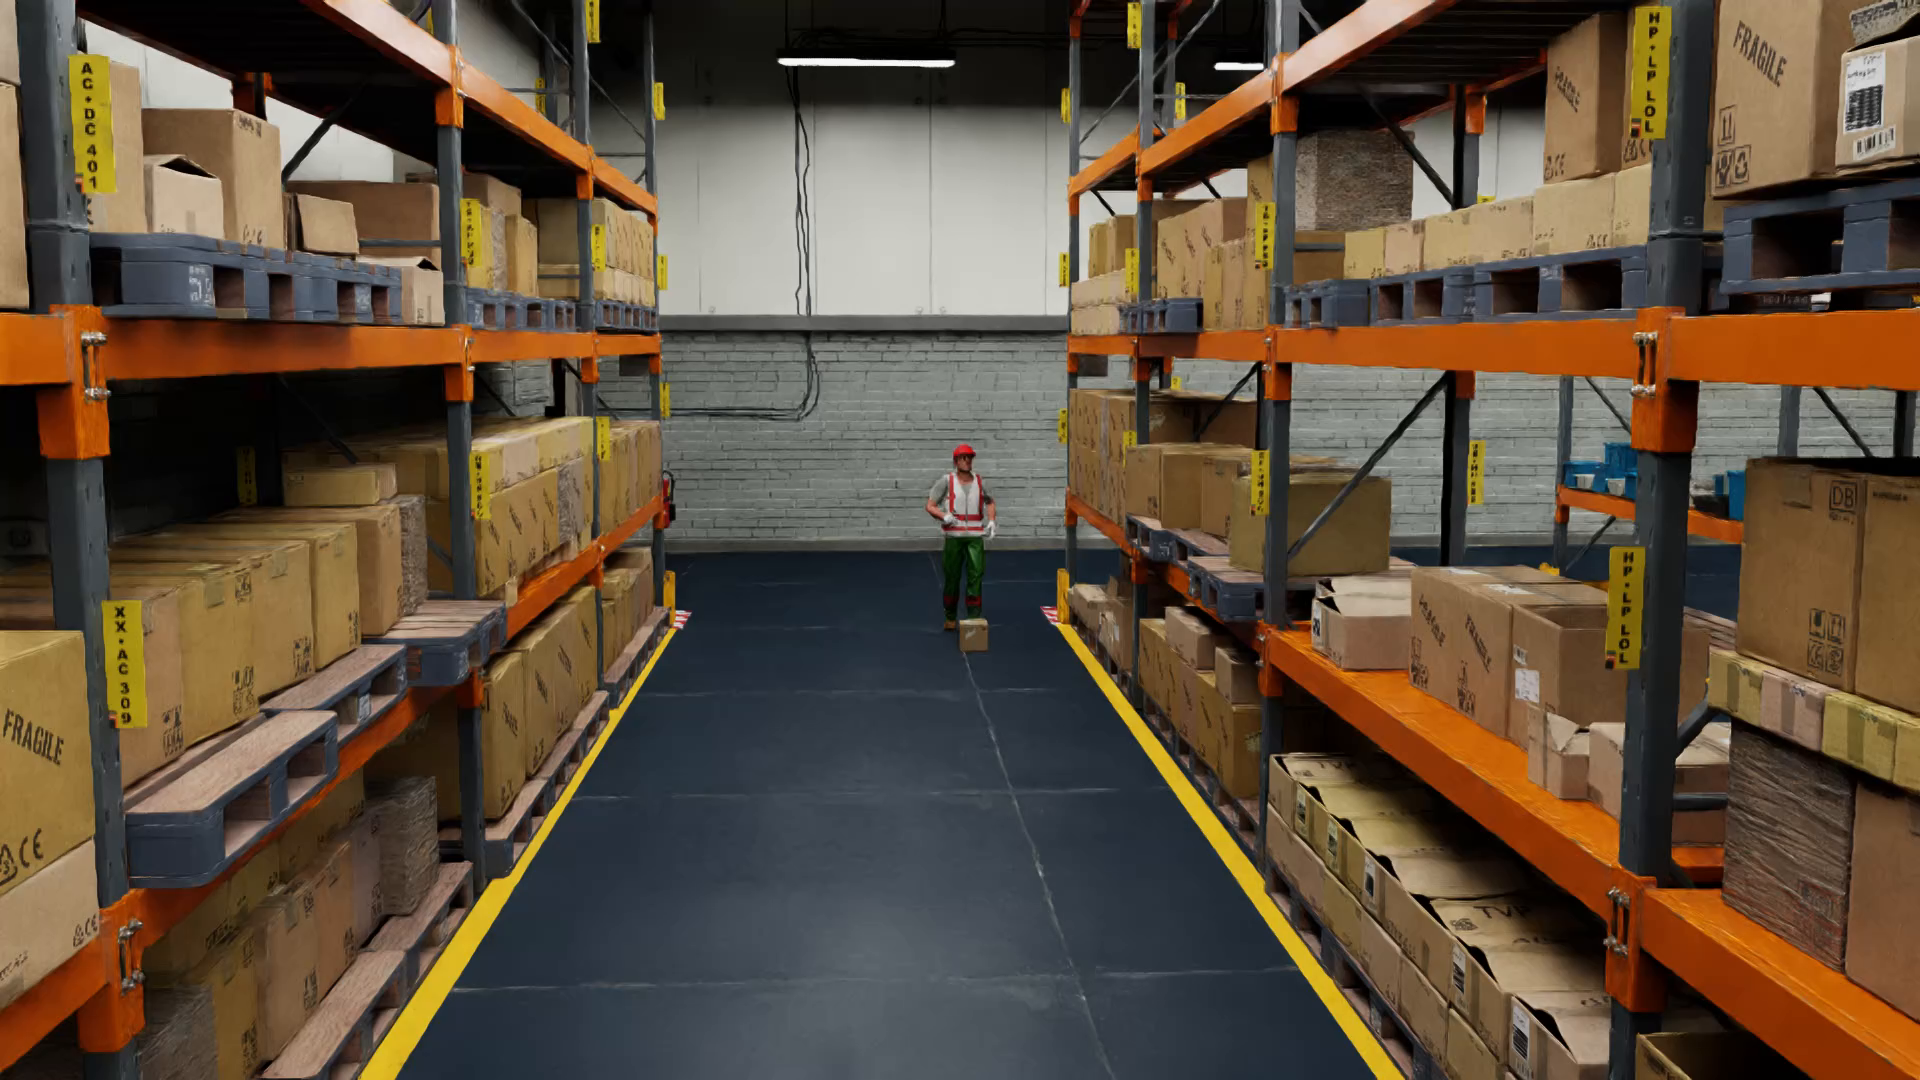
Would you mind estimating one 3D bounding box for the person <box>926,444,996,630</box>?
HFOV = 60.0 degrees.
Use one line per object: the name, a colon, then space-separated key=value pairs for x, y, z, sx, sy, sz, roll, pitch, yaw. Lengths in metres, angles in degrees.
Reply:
person: x=0.059 y=0.003 z=15.630 sx=0.709 sy=1.794 sz=0.710 roll=-1 pitch=7 yaw=-12
